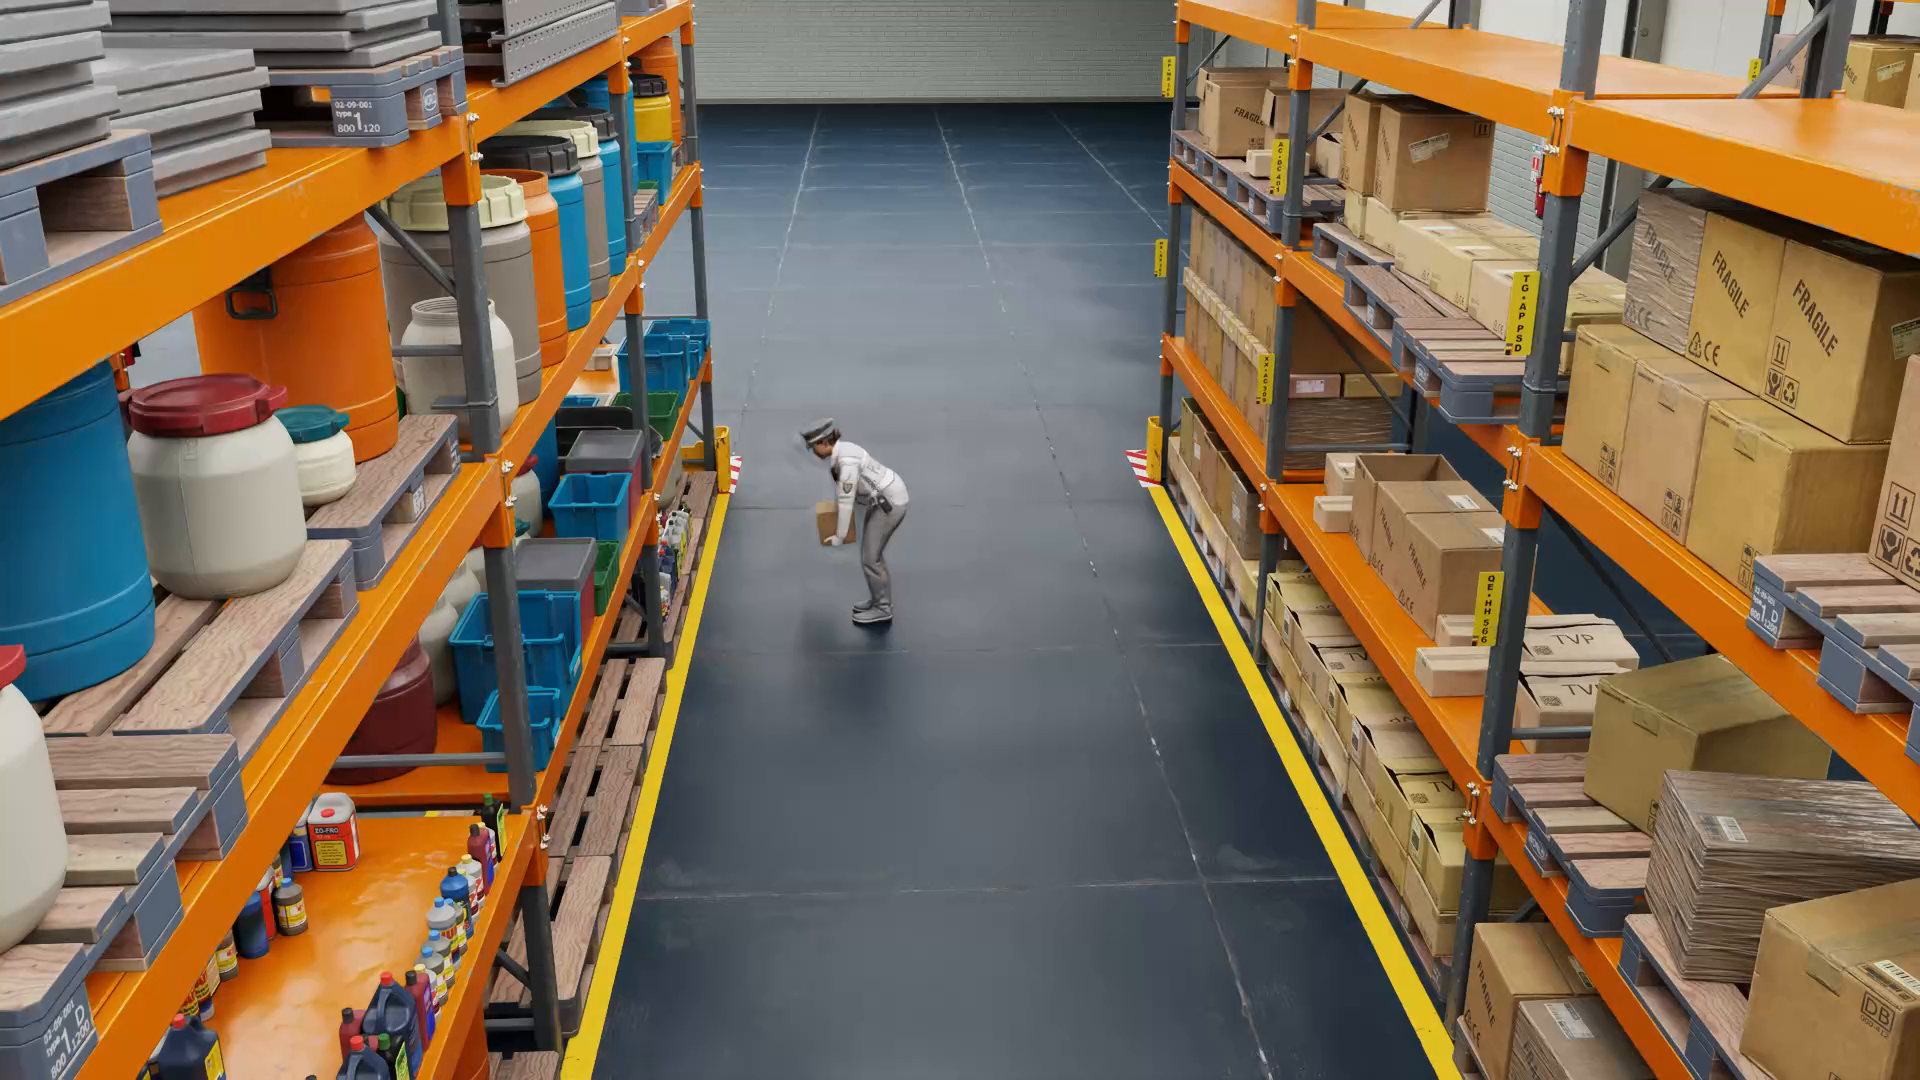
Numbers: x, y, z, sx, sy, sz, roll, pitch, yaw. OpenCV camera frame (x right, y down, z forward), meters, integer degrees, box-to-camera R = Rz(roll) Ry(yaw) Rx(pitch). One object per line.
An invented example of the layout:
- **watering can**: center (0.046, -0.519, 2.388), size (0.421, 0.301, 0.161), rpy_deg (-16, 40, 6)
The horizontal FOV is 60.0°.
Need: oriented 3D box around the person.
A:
- **person**: center (-0.737, -0.143, 11.727), size (0.757, 1.484, 0.405), rpy_deg (-2, 21, -4)
